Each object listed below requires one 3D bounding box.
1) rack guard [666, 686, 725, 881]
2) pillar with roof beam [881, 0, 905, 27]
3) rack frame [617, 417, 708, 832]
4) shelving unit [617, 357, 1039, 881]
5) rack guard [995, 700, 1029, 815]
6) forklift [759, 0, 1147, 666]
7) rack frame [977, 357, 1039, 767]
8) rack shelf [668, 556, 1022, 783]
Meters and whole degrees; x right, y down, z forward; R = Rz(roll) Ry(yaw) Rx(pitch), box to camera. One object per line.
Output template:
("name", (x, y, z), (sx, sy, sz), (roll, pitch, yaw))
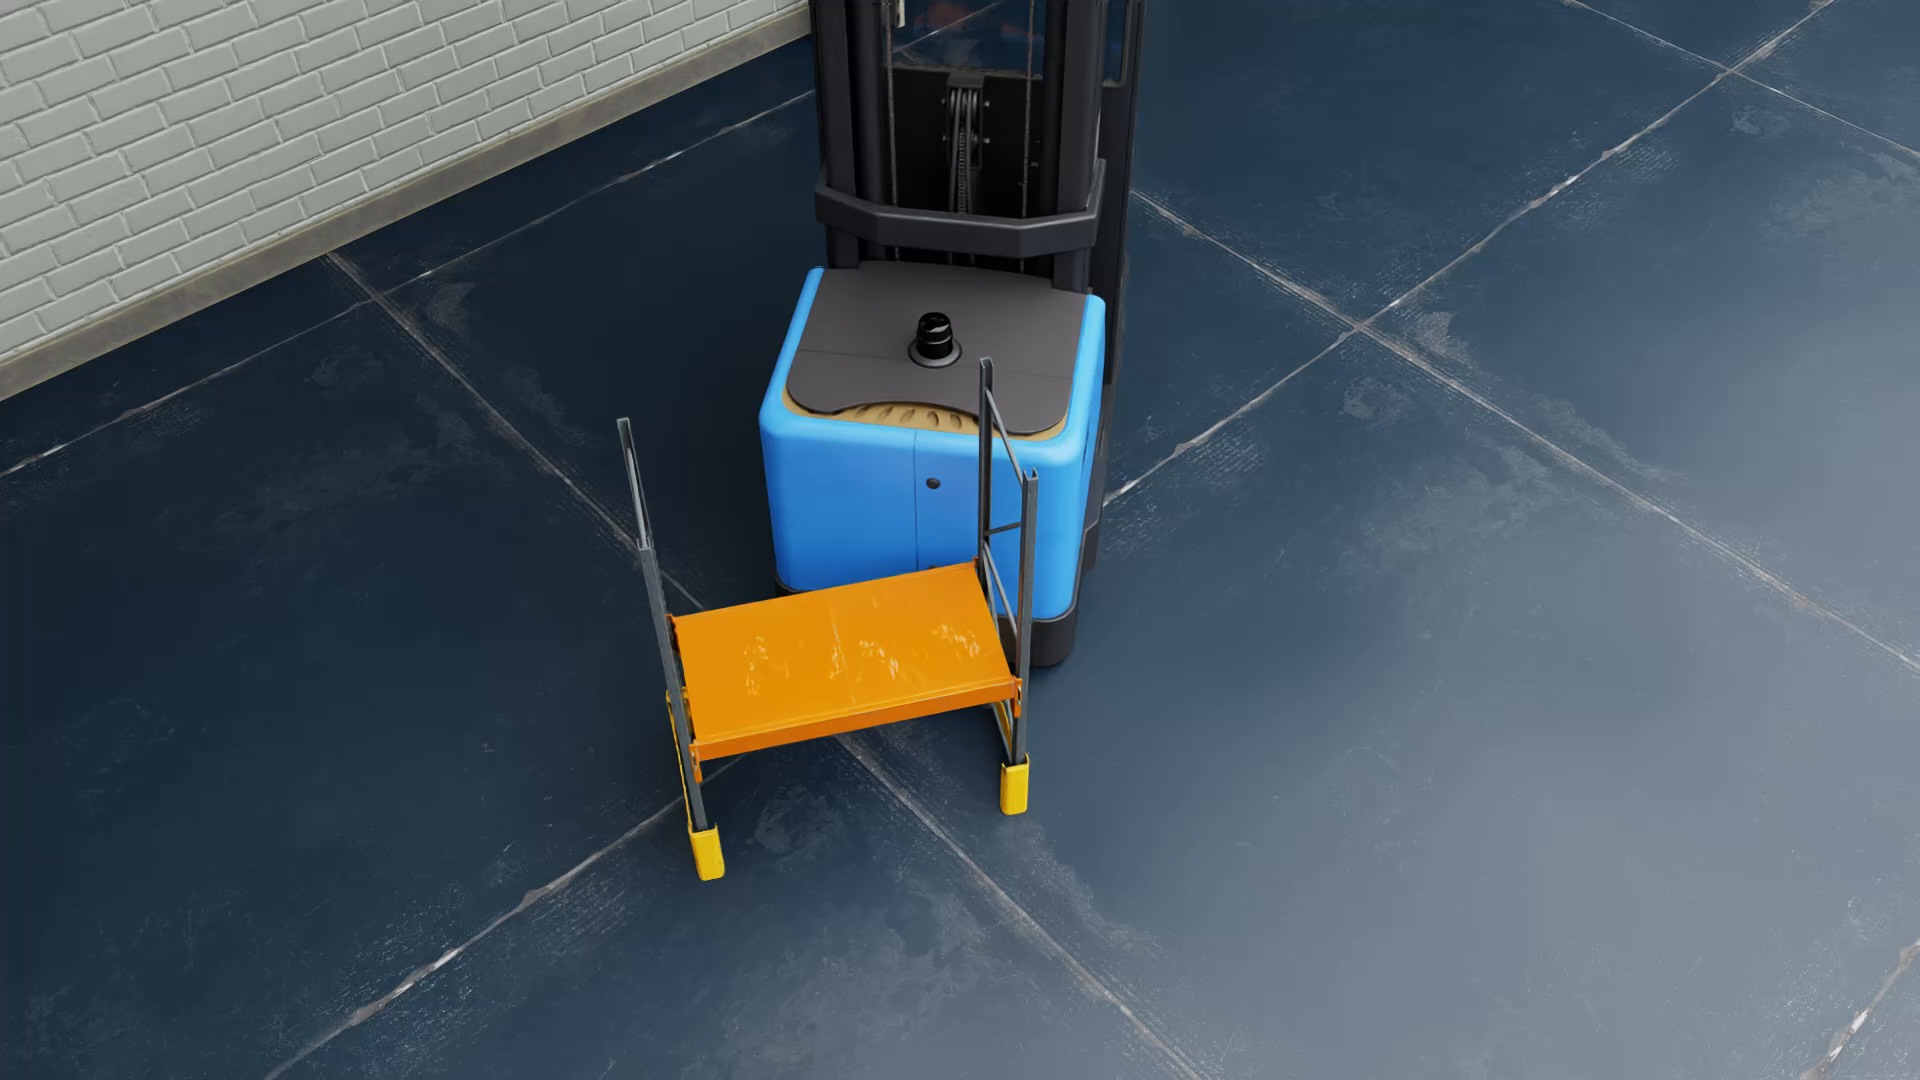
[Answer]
("rack guard", (-0.854, 0.779, 5.361), (0.087, 0.250, 0.587), (-11, 48, -10))
("pillar with roof beam", (2.363, -3.415, 3.278), (0.400, 9.000, 9.100), (-34, 56, -27))
("rack frame", (-0.855, 0.355, 4.902), (0.032, 1.500, 0.500), (-11, 48, -10))
("shelving unit", (-0.371, 0.266, 4.984), (1.083, 1.500, 0.587), (-11, 48, -10))
("rack guard", (0.112, 0.600, 5.526), (0.087, 0.250, 0.587), (-11, 48, -10))
("forklift", (0.093, -1.657, 5.784), (1.130, 2.935, 3.031), (7, 48, 6))
("rack frame", (0.131, 0.173, 5.070), (0.032, 1.500, 0.500), (-11, 48, -10))
("rack shelf", (-0.362, 0.386, 5.118), (1.000, 0.185, 0.538), (-11, 48, -10))
